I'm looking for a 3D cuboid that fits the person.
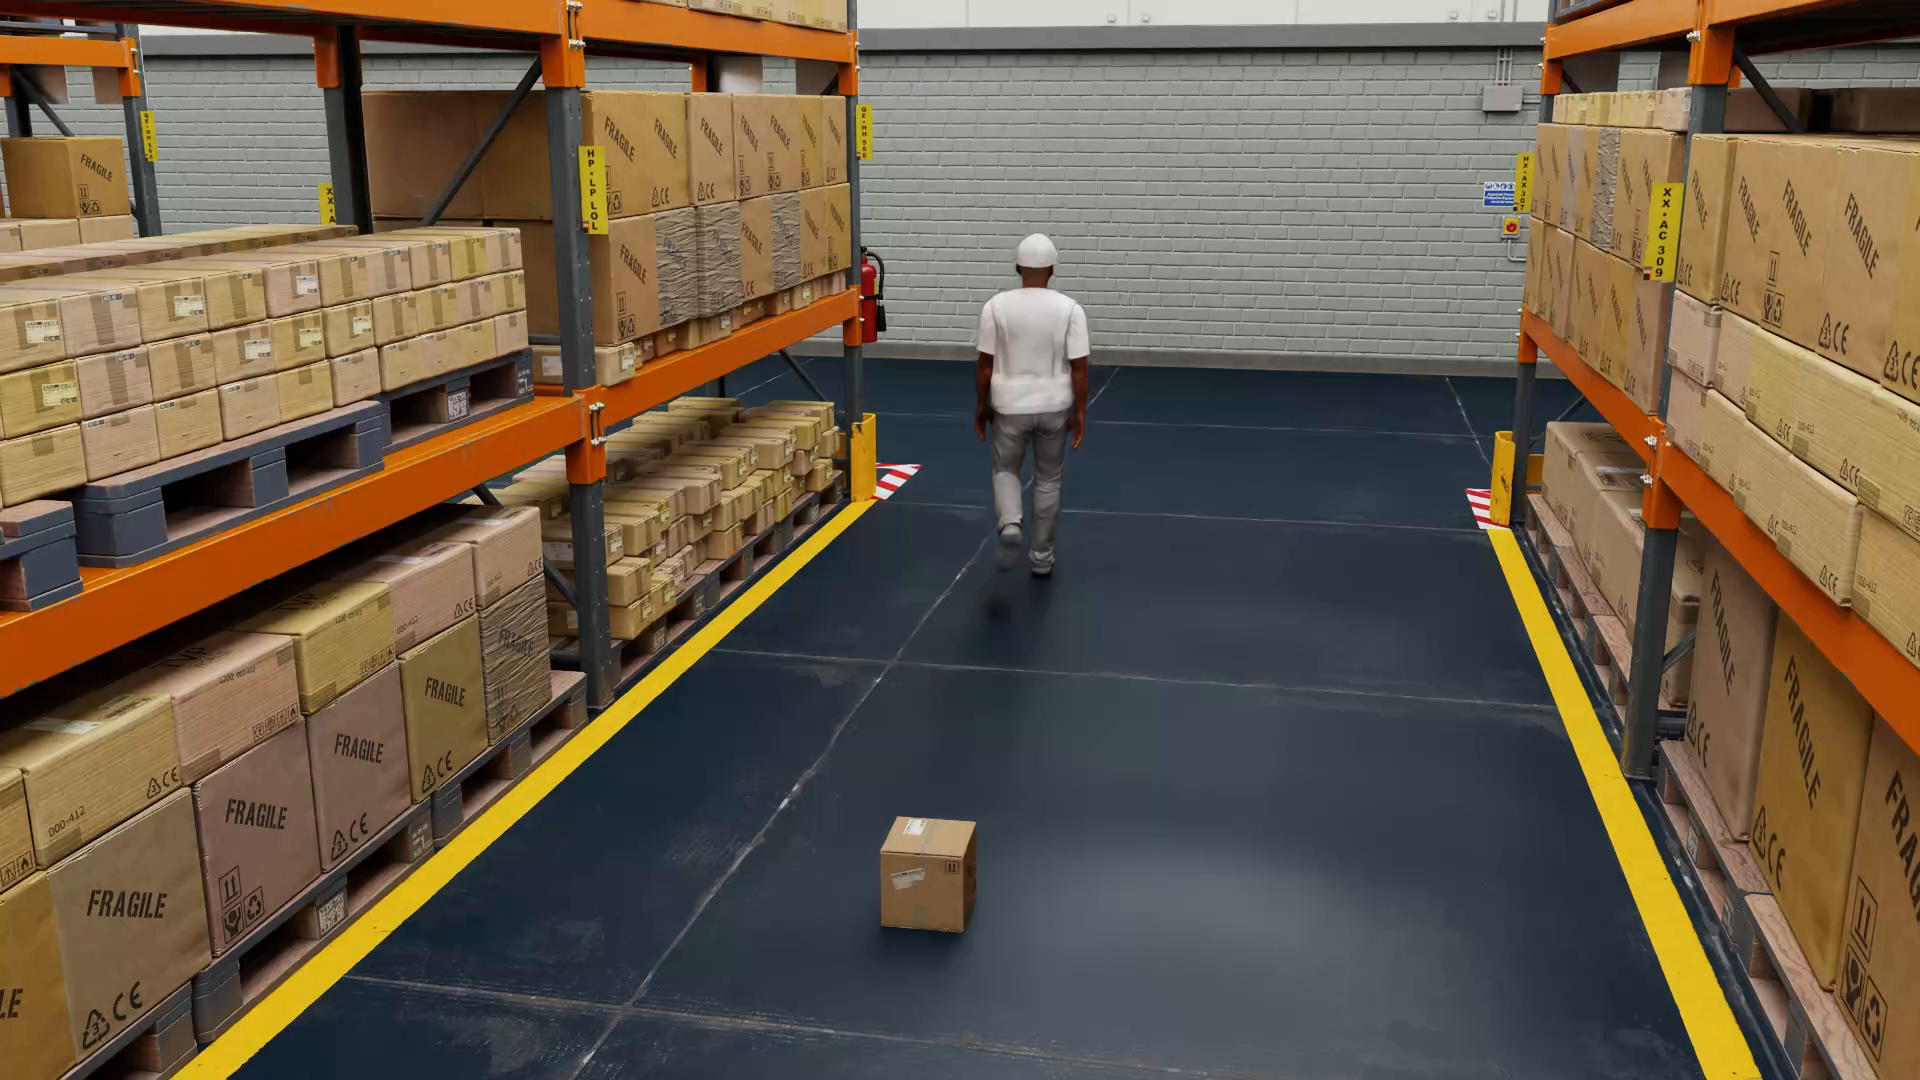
[{"bbox_3d":[0.360,-0.665,8.432,0.580,1.753,0.641,1,15,2],"label":"person"}]
